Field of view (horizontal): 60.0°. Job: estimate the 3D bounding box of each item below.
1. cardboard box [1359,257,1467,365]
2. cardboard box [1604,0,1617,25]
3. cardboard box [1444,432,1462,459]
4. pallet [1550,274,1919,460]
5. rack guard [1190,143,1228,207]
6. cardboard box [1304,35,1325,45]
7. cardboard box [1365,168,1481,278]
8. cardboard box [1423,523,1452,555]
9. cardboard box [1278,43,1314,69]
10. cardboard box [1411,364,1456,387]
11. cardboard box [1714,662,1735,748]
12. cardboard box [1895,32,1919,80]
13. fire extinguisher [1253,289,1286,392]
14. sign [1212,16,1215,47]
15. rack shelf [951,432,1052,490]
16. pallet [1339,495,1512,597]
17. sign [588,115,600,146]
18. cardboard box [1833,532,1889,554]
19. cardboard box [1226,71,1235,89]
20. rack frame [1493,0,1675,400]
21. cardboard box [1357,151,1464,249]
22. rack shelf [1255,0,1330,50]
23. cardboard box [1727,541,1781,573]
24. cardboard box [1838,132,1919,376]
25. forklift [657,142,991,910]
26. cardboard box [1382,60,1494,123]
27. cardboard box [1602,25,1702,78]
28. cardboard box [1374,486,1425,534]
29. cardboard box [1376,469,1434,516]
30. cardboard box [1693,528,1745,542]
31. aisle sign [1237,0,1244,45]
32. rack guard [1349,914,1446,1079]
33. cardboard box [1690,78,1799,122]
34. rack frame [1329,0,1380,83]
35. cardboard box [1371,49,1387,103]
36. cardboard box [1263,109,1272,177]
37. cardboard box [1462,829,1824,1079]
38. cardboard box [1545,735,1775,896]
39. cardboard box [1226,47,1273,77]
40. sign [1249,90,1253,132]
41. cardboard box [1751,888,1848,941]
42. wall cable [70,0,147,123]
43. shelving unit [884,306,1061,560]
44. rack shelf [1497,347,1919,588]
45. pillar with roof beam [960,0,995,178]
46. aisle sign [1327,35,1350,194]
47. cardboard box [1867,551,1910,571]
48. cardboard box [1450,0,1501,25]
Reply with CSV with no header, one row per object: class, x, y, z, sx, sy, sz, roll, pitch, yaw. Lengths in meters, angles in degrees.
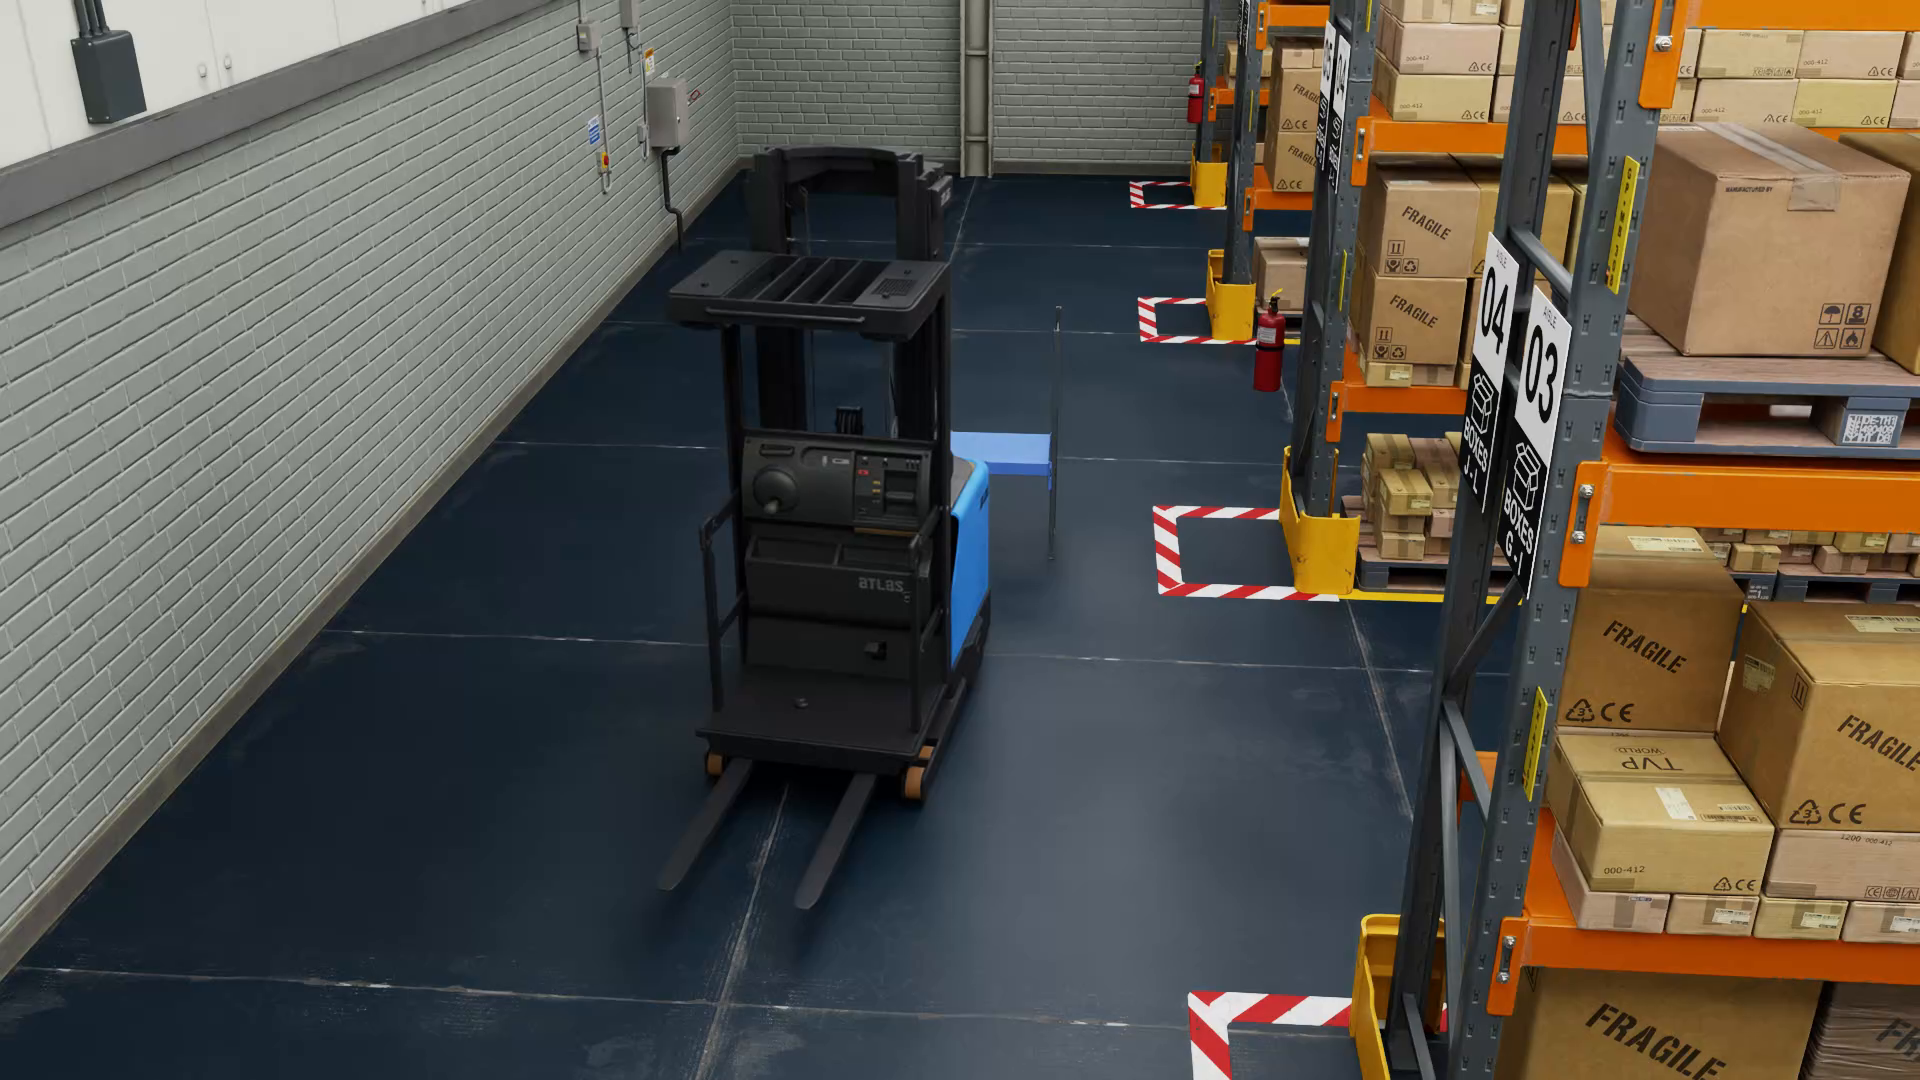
cardboard box,2.599,-1.332,9.580,0.500,0.500,0.500,3,25,6
cardboard box,3.503,-2.851,8.874,0.250,0.149,0.380,3,25,6
cardboard box,3.234,-0.548,10.549,0.250,0.149,0.380,1,25,3
pallet,2.433,-0.520,4.809,1.213,0.211,1.003,2,25,4
rack guard,2.903,-4.278,19.449,0.348,0.500,1.175,2,25,4
cardboard box,3.079,-4.215,14.231,0.250,0.149,0.380,2,25,5
cardboard box,2.600,-1.791,9.381,0.500,0.500,0.500,2,25,4
cardboard box,2.938,-0.052,10.183,0.250,0.149,0.380,2,25,4
cardboard box,2.784,-4.015,13.795,0.250,0.149,0.380,2,25,5
cardboard box,2.728,-1.029,9.698,0.250,0.149,0.380,3,25,6
cardboard box,2.701,0.638,5.599,0.500,0.250,0.500,1,25,3
cardboard box,5.163,-2.605,8.815,0.500,0.250,0.500,1,25,2
fire extinguisher,1.957,-1.277,10.475,0.183,0.674,0.296,2,25,4
sign,2.786,-5.583,18.259,0.005,0.325,0.100,2,25,4
rack shelf,0.085,-0.515,10.506,1.000,0.185,0.538,2,25,4
pallet,3.056,0.029,10.434,1.213,0.211,1.003,2,25,4
sign,-3.238,-3.622,14.711,0.001,0.218,0.327,2,25,4
cardboard box,5.283,-0.066,9.857,0.250,0.149,0.380,1,25,2
cardboard box,3.134,-5.177,18.713,0.250,0.149,0.380,2,25,4
rack frame,1.692,-1.942,4.205,0.127,3.000,1.000,2,25,4
cardboard box,2.648,-2.005,9.846,0.500,0.500,0.500,1,25,3
rack shelf,4.445,-4.319,13.820,4.000,0.370,1.077,2,25,4
cardboard box,4.712,0.048,9.966,0.250,0.149,0.380,2,25,4
cardboard box,2.767,-0.798,4.567,0.500,0.500,0.700,1,25,2
forklift,-0.637,-0.247,7.780,1.130,2.935,3.031,5,25,11
cardboard box,2.601,-2.454,9.087,0.500,0.250,0.500,3,25,6
cardboard box,3.614,-2.643,8.898,0.500,0.250,0.500,2,25,5
cardboard box,2.675,-0.188,10.122,0.250,0.149,0.380,3,25,6
cardboard box,2.669,-0.288,9.985,0.250,0.149,0.380,1,25,2
cardboard box,4.520,-0.132,10.000,0.250,0.149,0.380,1,25,1
aisle sign,2.403,-4.660,14.178,0.004,0.787,0.394,2,25,4
rack guard,1.668,1.918,5.984,0.348,0.500,1.175,2,25,4
cardboard box,4.154,-2.404,8.976,0.500,0.250,0.500,2,25,4
rack frame,2.173,-4.006,8.691,0.127,3.000,1.000,2,25,4
cardboard box,2.646,-2.671,9.557,0.500,0.250,0.500,1,25,3
cardboard box,2.952,-3.487,14.621,0.500,0.500,0.500,2,25,4
cardboard box,2.336,1.545,5.844,0.875,0.875,0.875,2,25,4
cardboard box,2.150,0.844,5.151,0.500,0.250,0.500,1,25,3
cardboard box,3.259,-5.356,18.626,0.500,0.250,0.500,2,25,4
sign,2.402,-3.545,13.736,0.005,0.325,0.100,2,25,4
cardboard box,2.532,1.062,5.154,0.250,0.149,0.380,1,25,3
wall cable,-3.682,-5.021,7.048,0.120,5.999,2.277,2,25,4
shelving unit,0.085,-0.679,10.431,1.048,1.500,0.538,2,25,4
rack shelf,3.686,-0.189,4.844,4.000,0.370,1.077,2,25,4
pillar with roof beam,-0.122,-6.809,14.782,0.400,9.000,9.100,2,25,4
aisle sign,2.077,-2.339,9.135,0.004,0.787,0.394,2,25,4
cardboard box,5.491,0.038,9.988,0.250,0.149,0.380,3,25,5
cardboard box,2.731,-2.863,8.899,0.250,0.149,0.380,3,25,6
